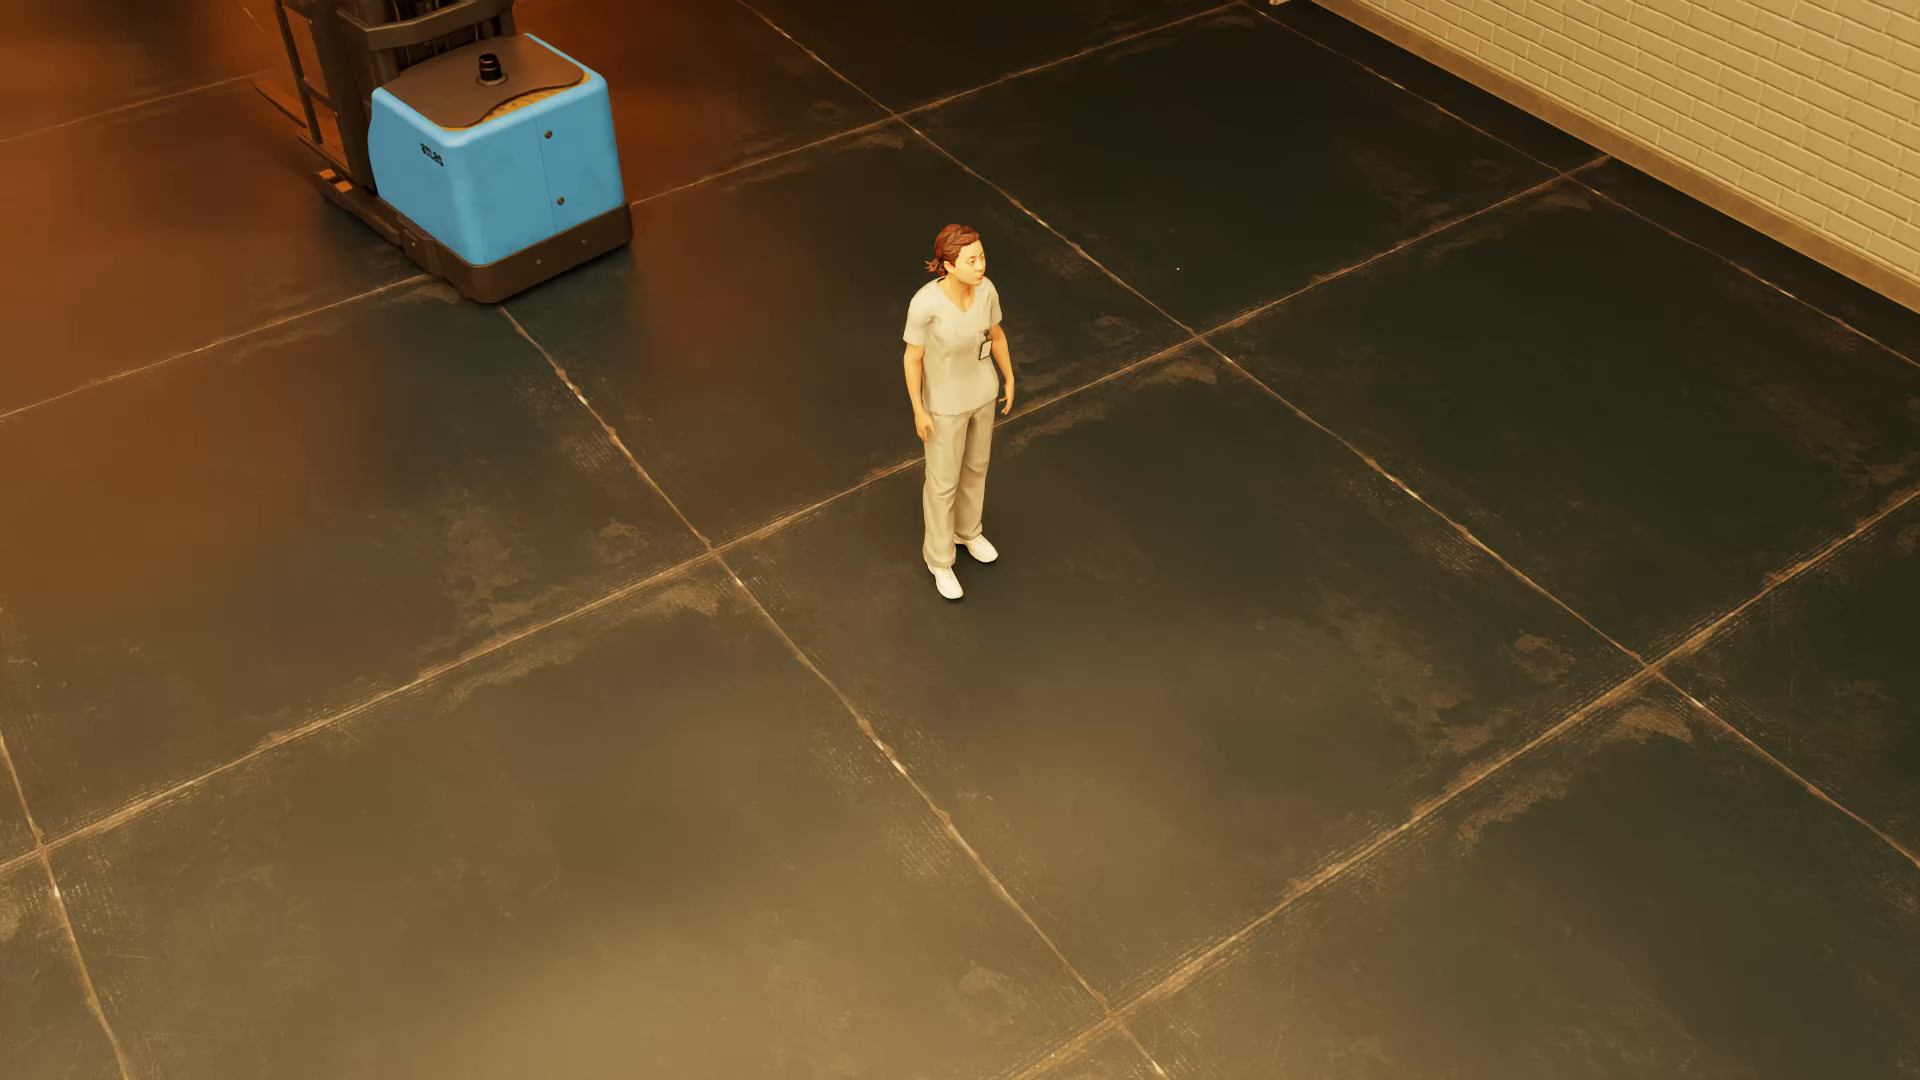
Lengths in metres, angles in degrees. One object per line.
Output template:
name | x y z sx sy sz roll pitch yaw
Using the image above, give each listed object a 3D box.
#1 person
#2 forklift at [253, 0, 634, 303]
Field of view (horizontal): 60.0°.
person | 0.031 -0.575 7.255 0.549 1.673 0.548 -25 48 -25
forklift | -3.287 -3.289 9.285 1.130 2.935 3.031 -33 52 -31
